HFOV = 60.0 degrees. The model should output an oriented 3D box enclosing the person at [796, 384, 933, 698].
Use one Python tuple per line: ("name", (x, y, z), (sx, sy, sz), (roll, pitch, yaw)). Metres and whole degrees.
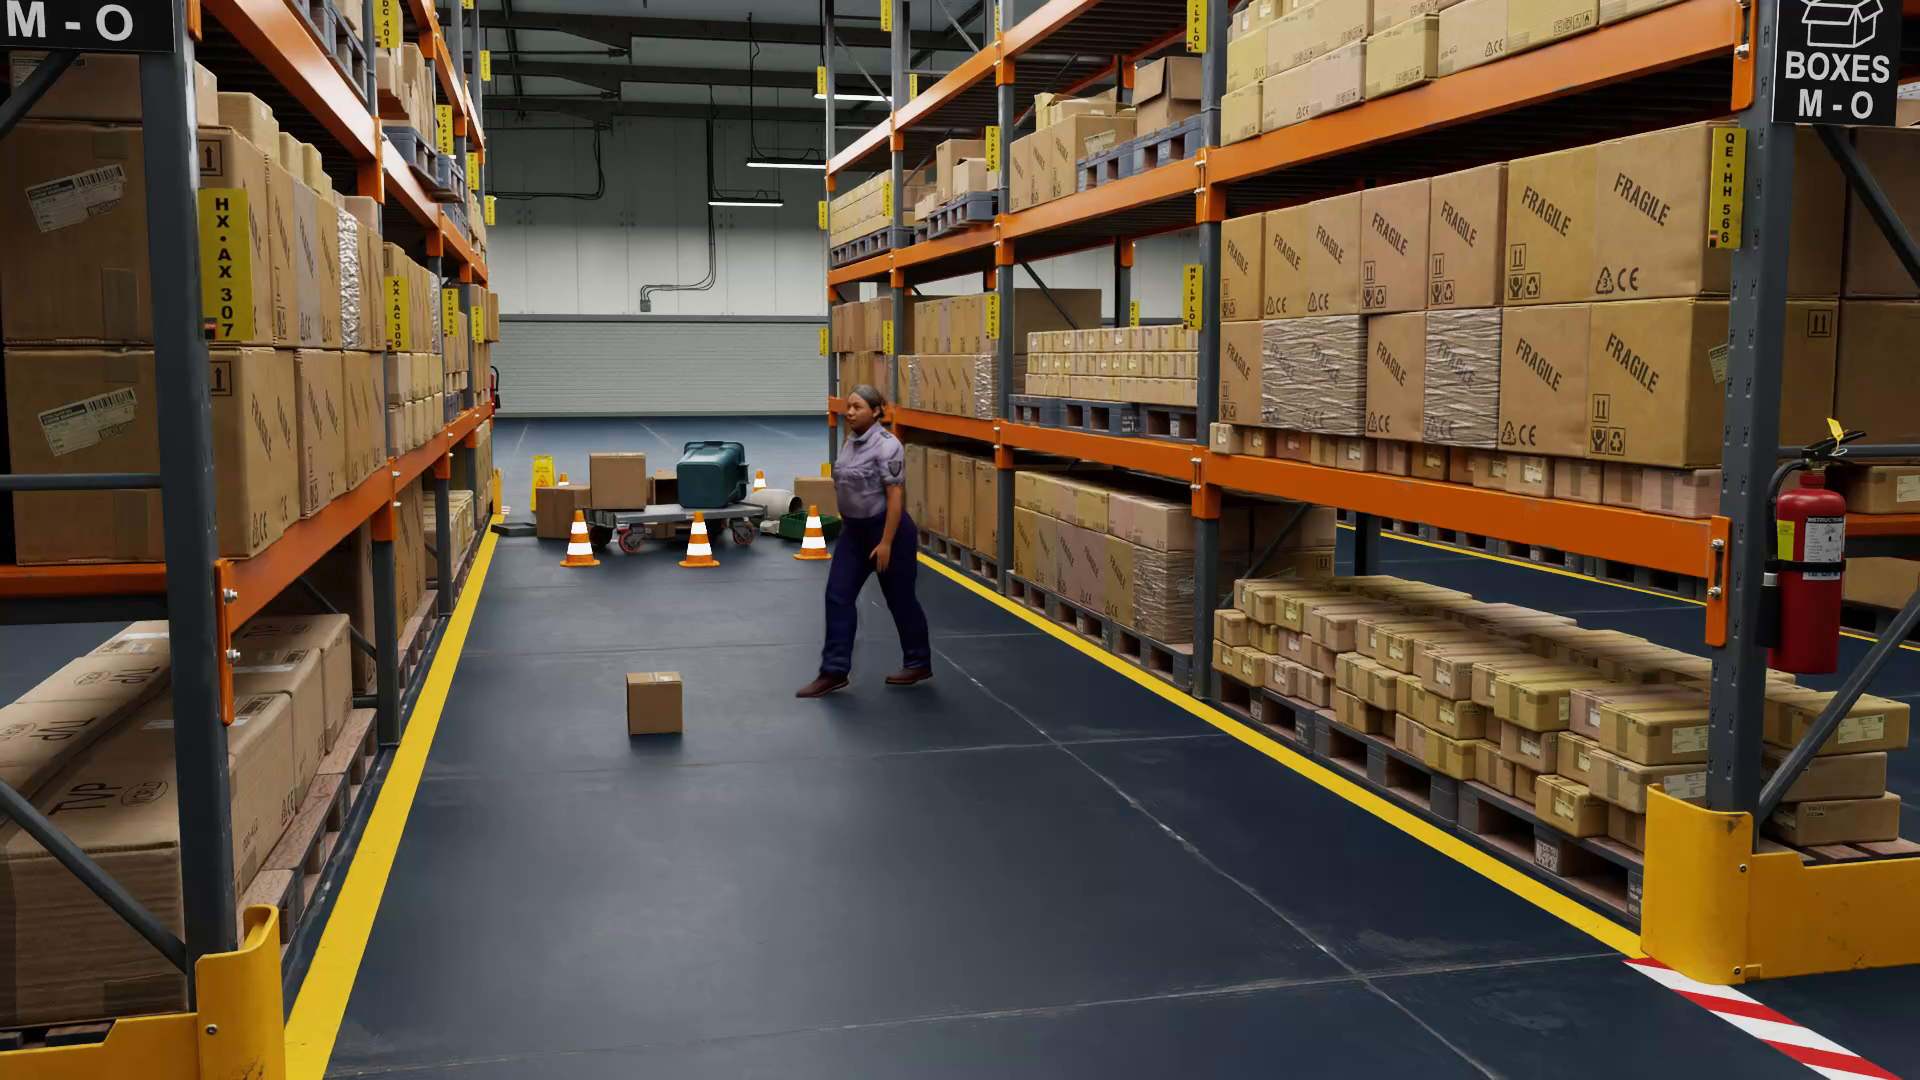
("person", (-0.455, 0.016, 8.778), (0.754, 1.639, 0.505), (-6, 8, -43))
